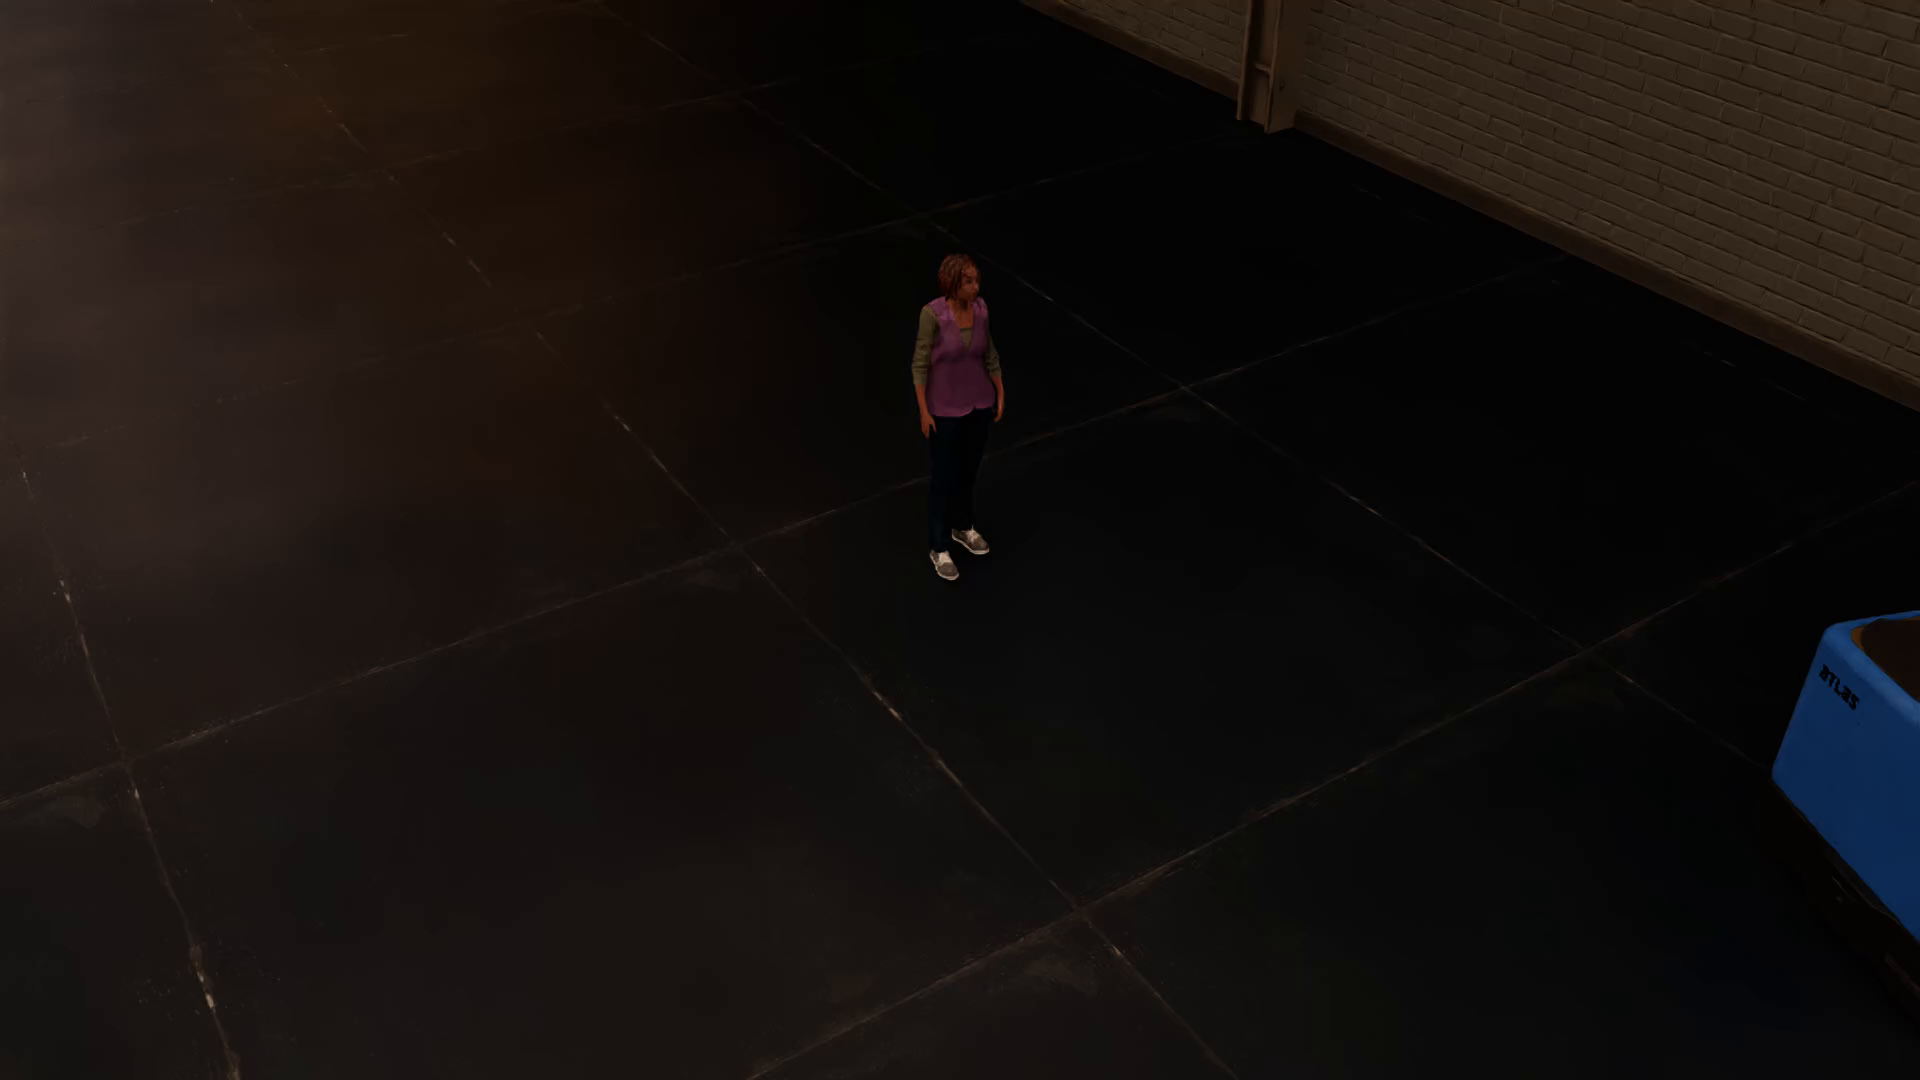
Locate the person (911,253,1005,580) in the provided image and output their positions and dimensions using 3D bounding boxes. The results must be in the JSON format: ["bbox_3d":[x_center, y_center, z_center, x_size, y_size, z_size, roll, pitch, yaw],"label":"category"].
[{"bbox_3d":[0.029,-0.619,8.177,0.520,1.597,0.474,-21,40,-27],"label":"person"}]

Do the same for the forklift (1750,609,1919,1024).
[{"bbox_3d":[4.122,0.764,5.061,1.130,2.935,3.031,-8,36,-11],"label":"forklift"}]
